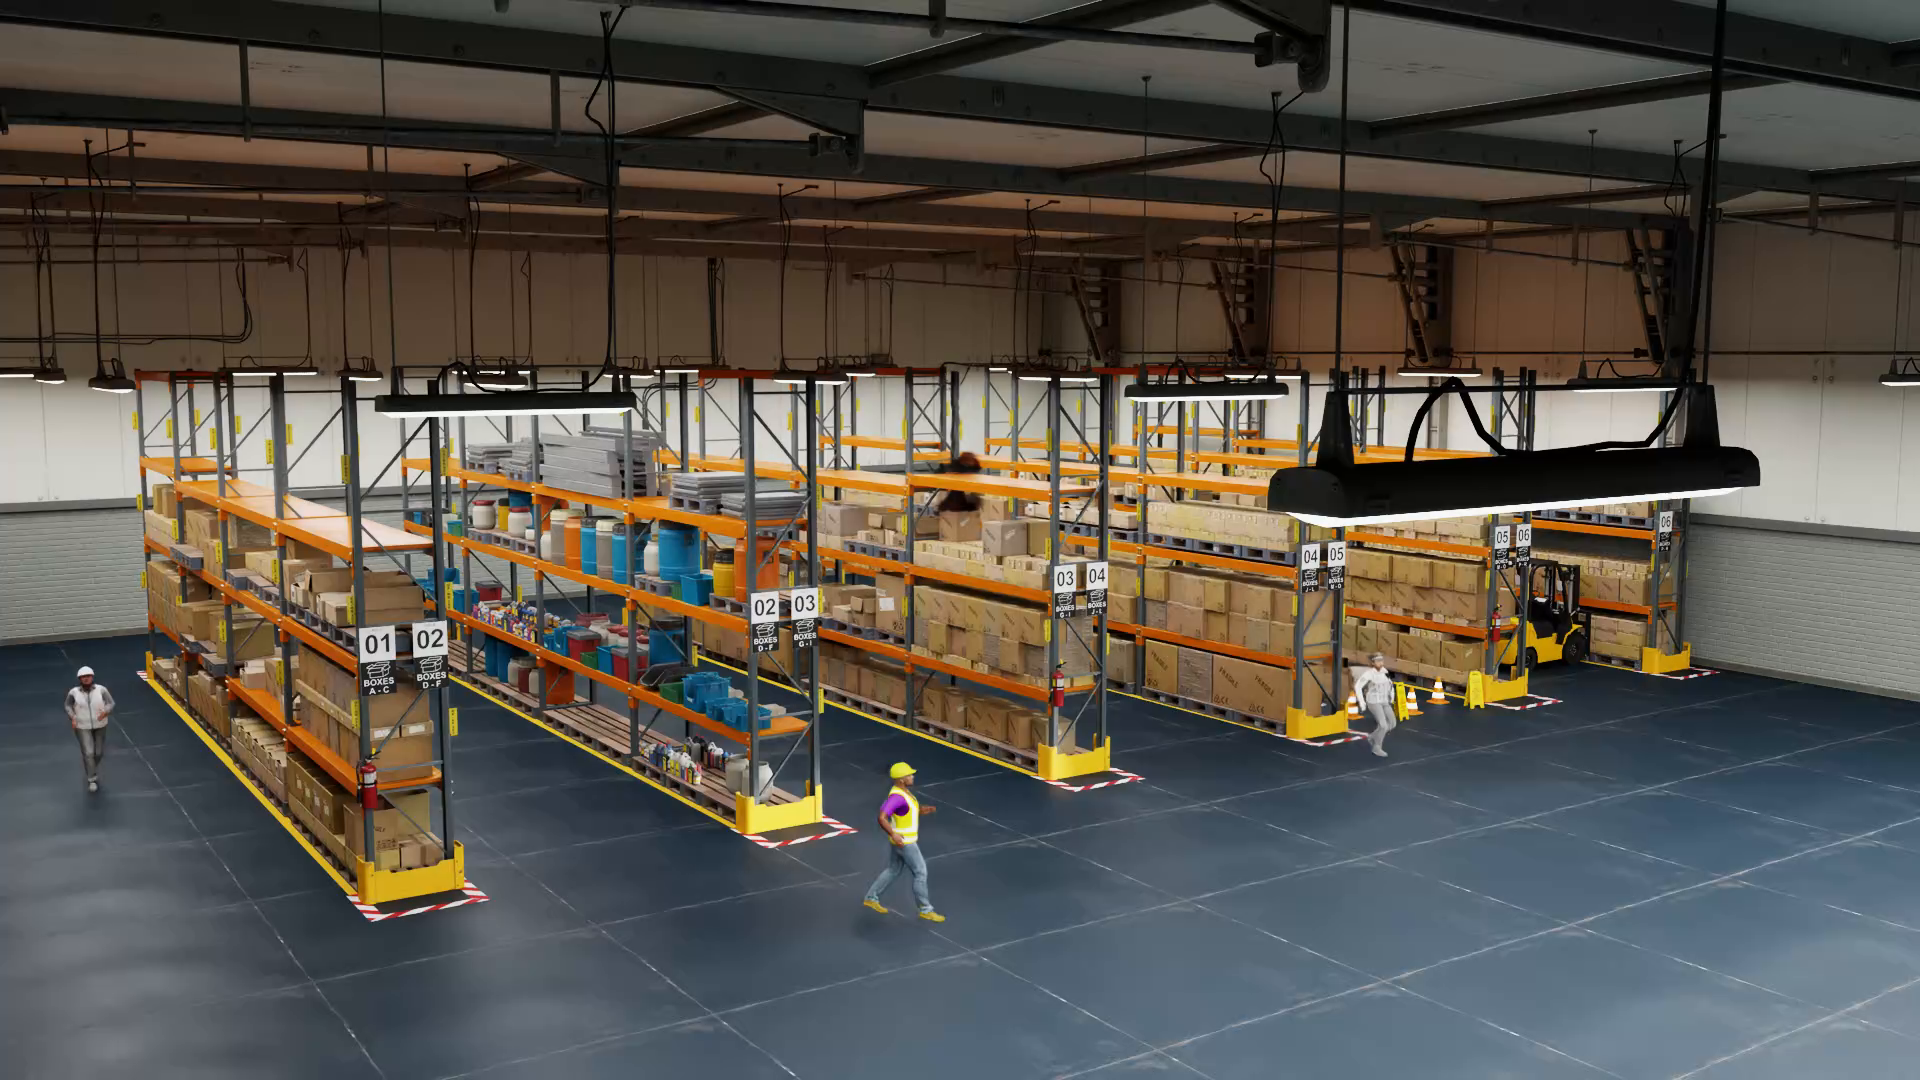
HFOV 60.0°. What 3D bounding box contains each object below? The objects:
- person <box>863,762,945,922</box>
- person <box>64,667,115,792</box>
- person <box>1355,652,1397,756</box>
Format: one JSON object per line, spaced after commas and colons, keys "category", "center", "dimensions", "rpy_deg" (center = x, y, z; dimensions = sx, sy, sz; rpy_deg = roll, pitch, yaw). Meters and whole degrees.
{"category": "person", "center": [-0.627, 3.347, 18.464], "dimensions": [0.917, 1.783, 0.690], "rpy_deg": [-1, 6, -6]}
{"category": "person", "center": [-12.626, 2.702, 24.163], "dimensions": [0.655, 1.771, 0.892], "rpy_deg": [-4, 8, -34]}
{"category": "person", "center": [6.572, 2.580, 26.188], "dimensions": [0.753, 1.665, 0.498], "rpy_deg": [-6, 9, -43]}
